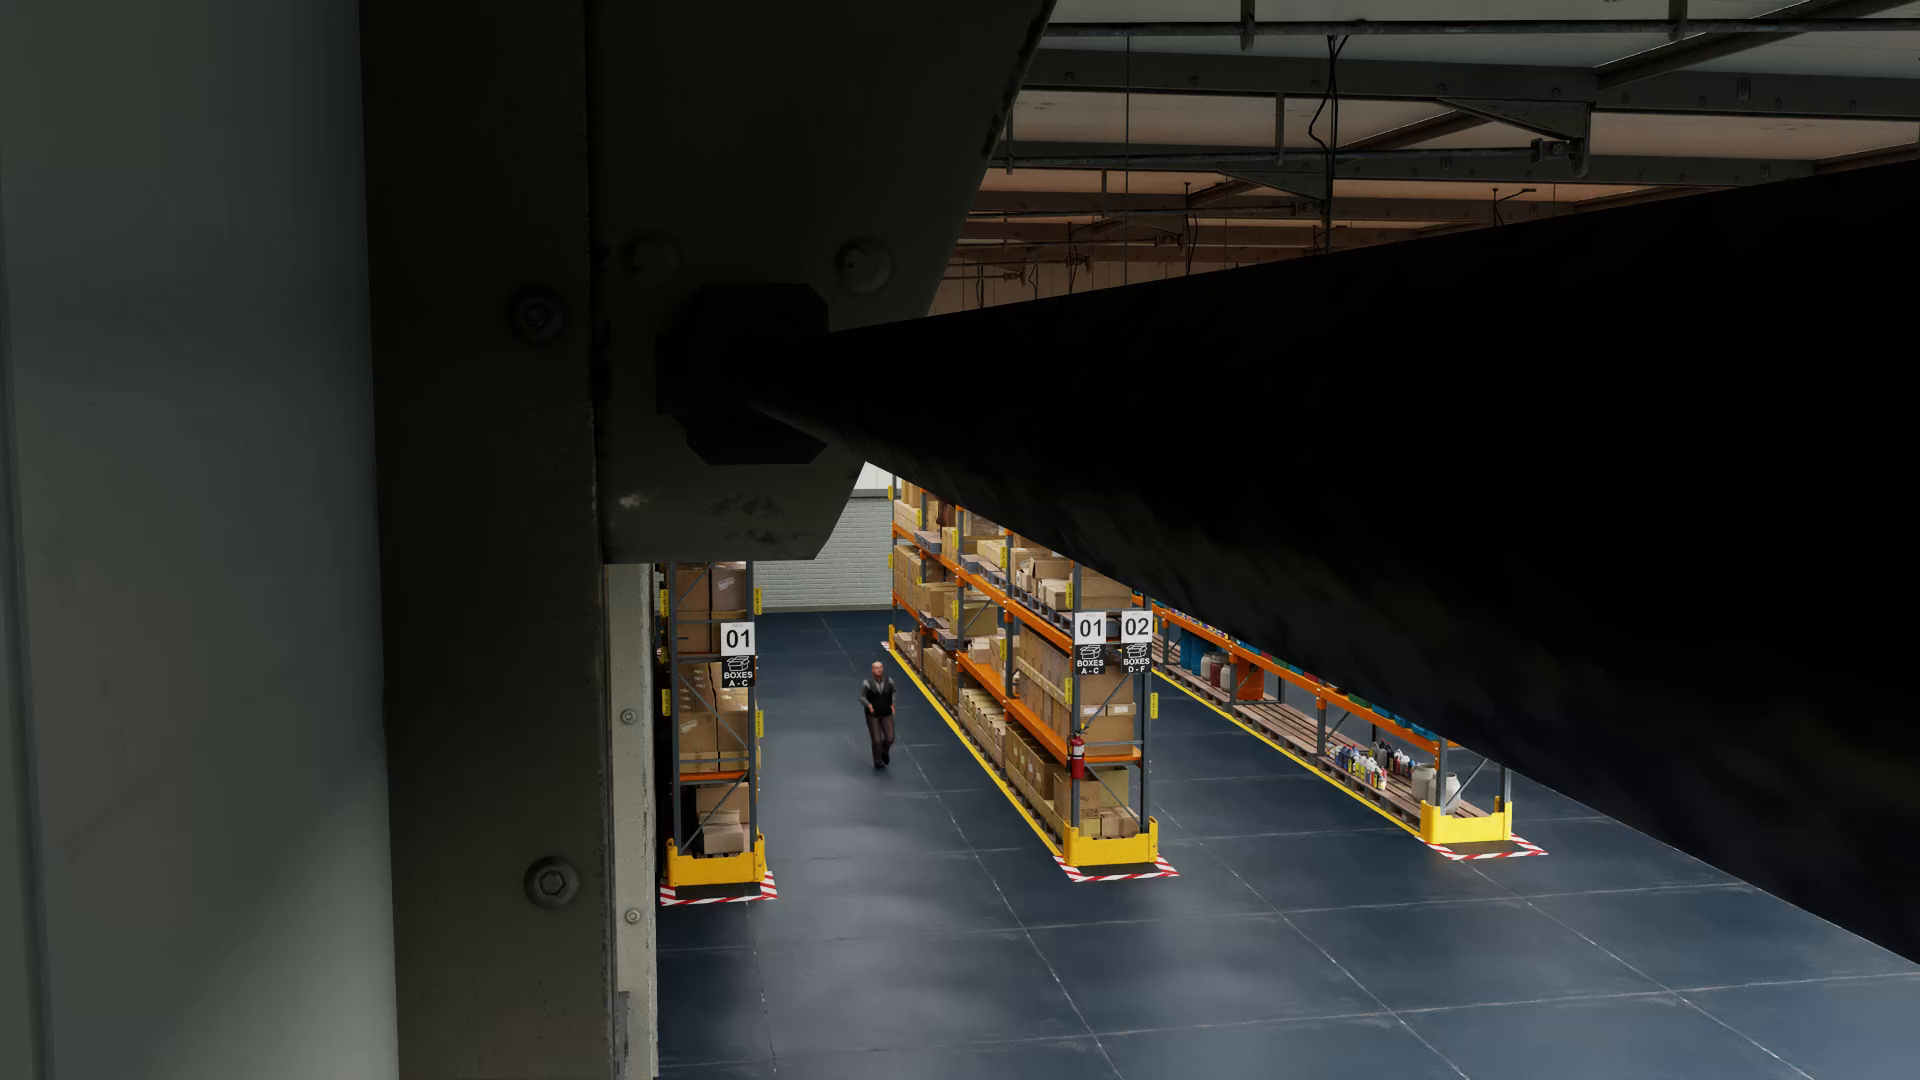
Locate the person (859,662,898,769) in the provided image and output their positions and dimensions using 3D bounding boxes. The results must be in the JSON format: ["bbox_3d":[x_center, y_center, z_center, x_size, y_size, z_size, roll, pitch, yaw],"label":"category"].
[{"bbox_3d":[-1.231,2.715,25.669,0.635,1.676,0.563,-1,6,-13],"label":"person"}]
